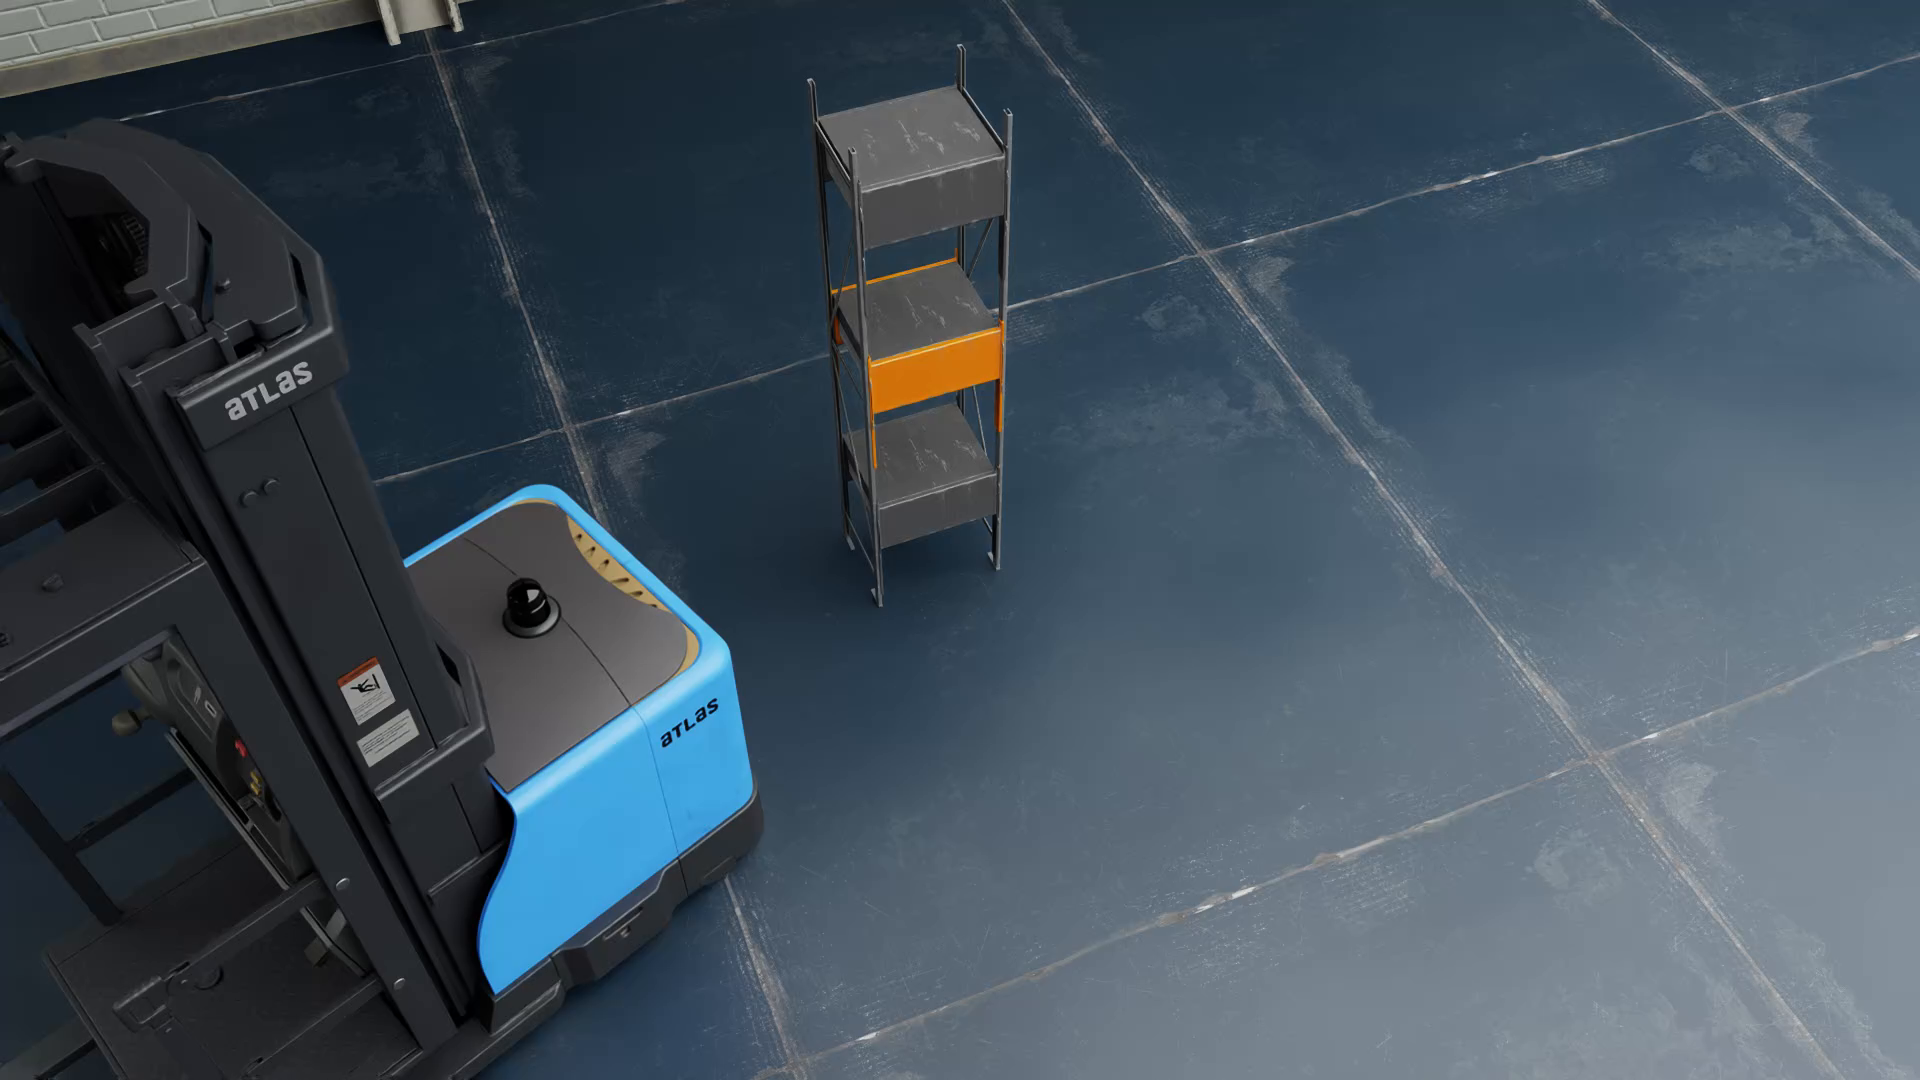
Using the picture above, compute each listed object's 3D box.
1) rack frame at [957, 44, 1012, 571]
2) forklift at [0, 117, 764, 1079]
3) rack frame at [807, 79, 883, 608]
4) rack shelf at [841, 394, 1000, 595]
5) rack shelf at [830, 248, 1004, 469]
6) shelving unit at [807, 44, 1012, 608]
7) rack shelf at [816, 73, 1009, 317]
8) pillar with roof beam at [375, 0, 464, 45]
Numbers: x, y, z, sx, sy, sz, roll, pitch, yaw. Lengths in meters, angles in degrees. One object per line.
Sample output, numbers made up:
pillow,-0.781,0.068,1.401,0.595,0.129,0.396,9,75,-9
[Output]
rack frame,0.073,-0.707,5.814,0.015,2.100,0.400,-17,52,-14
forklift,-2.080,0.575,4.165,3.031,2.935,1.130,-36,58,-27
rack frame,-0.379,-0.567,5.693,0.015,2.100,0.400,-17,52,-14
rack shelf,-0.153,-0.172,6.295,0.480,0.518,0.431,-17,52,-14
rack shelf,-0.153,-0.628,5.764,0.480,0.518,0.431,-17,52,-14
shelving unit,-0.153,-0.637,5.753,0.503,2.100,0.431,-17,52,-14
rack shelf,-0.153,-1.084,5.233,0.480,0.518,0.431,-17,52,-14
pillar with roof beam,-1.281,-2.704,2.981,0.400,9.000,9.100,-17,52,-14
